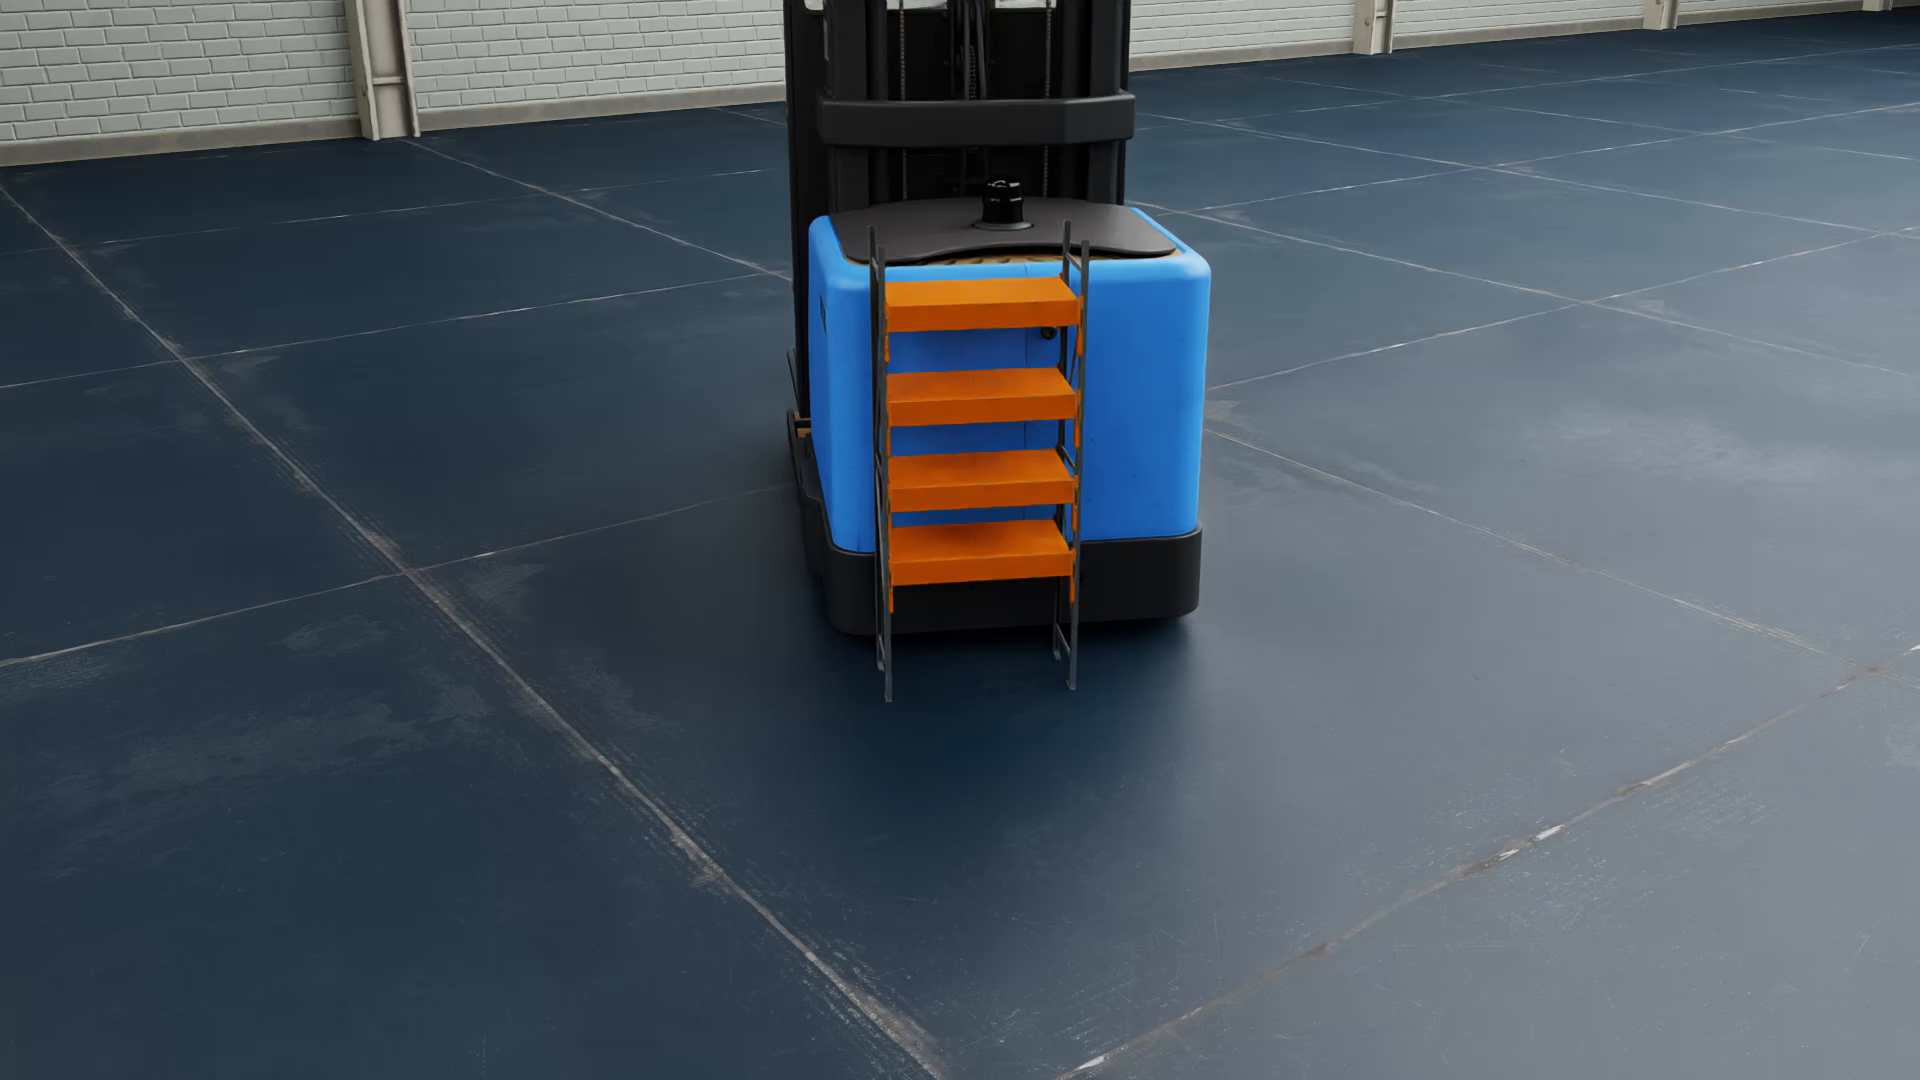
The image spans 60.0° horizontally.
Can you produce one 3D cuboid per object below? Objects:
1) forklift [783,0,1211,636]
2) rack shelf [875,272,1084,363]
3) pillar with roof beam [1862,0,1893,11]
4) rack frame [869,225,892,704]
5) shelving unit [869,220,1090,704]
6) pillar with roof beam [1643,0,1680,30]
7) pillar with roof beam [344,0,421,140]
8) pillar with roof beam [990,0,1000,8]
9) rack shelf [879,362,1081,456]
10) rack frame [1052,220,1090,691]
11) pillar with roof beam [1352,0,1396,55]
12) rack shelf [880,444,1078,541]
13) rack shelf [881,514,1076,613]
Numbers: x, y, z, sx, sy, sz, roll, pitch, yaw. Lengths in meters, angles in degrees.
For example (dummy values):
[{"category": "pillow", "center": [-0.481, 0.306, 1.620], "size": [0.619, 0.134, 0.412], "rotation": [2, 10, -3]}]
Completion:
[{"category": "forklift", "center": [-0.044, -1.610, 5.476], "size": [1.130, 2.935, 3.031], "rotation": [-3, 22, -8]}, {"category": "rack shelf", "center": [0.041, -0.551, 4.094], "size": [0.480, 0.148, 0.258], "rotation": [-3, 23, -8]}, {"category": "pillar with roof beam", "center": [17.277, -11.430, 21.899], "size": [0.400, 9.000, 9.100], "rotation": [-15, 26, -33]}, {"category": "rack frame", "center": [-0.201, -0.174, 4.210], "size": [0.015, 1.200, 0.240], "rotation": [-3, 23, -8]}, {"category": "shelving unit", "center": [0.041, -0.187, 4.243], "size": [0.503, 1.200, 0.258], "rotation": [-3, 23, -8]}, {"category": "pillar with roof beam", "center": [12.406, -10.131, 18.644], "size": [0.400, 9.000, 9.100], "rotation": [-15, 26, -33]}, {"category": "pillar with roof beam", "center": [-2.205, -6.235, 8.880], "size": [0.400, 9.000, 9.100], "rotation": [-15, 26, -33]}, {"category": "pillar with roof beam", "center": [2.666, -7.534, 12.135], "size": [0.400, 9.000, 9.100], "rotation": [-15, 26, -33]}, {"category": "rack shelf", "center": [0.041, -0.332, 4.183], "size": [0.480, 0.148, 0.258], "rotation": [-3, 23, -8]}, {"category": "rack frame", "center": [0.282, -0.200, 4.276], "size": [0.015, 1.200, 0.240], "rotation": [-3, 23, -8]}, {"category": "pillar with roof beam", "center": [7.536, -8.833, 15.389], "size": [0.400, 9.000, 9.100], "rotation": [-15, 26, -33]}, {"category": "rack shelf", "center": [0.040, -0.125, 4.268], "size": [0.480, 0.148, 0.258], "rotation": [-3, 23, -8]}, {"category": "rack shelf", "center": [0.040, 0.059, 4.344], "size": [0.480, 0.148, 0.258], "rotation": [-3, 23, -8]}]
